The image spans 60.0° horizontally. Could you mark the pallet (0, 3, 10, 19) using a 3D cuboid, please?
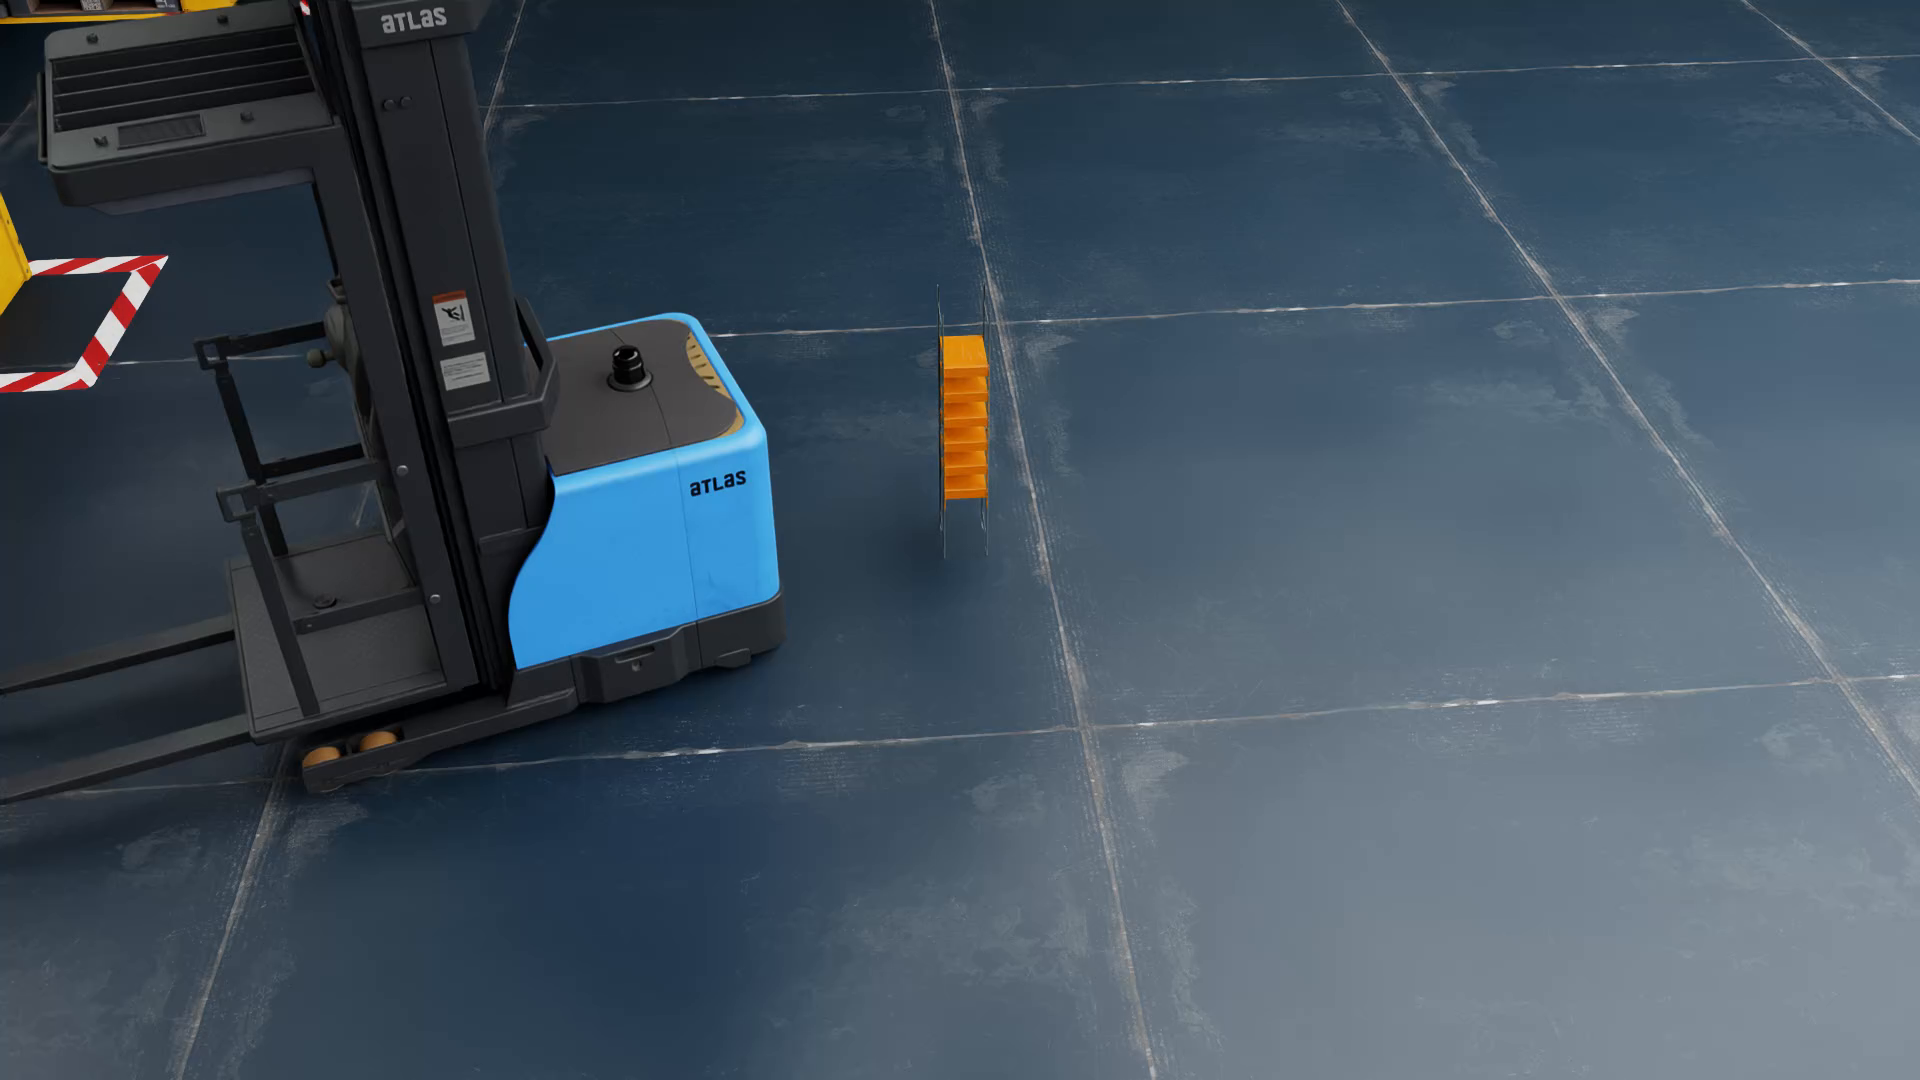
[{"bbox_3d":[-7.534,-4.132,12.317,1.213,0.211,1.003,-3,38,-4],"label":"pallet"}]

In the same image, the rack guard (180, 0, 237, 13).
[{"bbox_3d":[-5.540,-4.380,12.397,0.348,0.500,1.175,-3,38,-4],"label":"rack guard"}]

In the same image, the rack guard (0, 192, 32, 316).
[{"bbox_3d":[-5.196,-1.312,8.509,0.348,0.500,1.175,-3,38,-4],"label":"rack guard"}]

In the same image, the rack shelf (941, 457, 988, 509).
[{"bbox_3d":[0.014,-0.249,7.056,0.180,0.103,0.258,-3,38,-4],"label":"rack shelf"}]

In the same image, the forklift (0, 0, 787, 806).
[{"bbox_3d":[-2.256,-0.603,5.649,3.031,2.935,1.130,-15,41,-18],"label":"forklift"}]

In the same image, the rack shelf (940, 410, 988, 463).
[{"bbox_3d":[0.014,-0.437,6.907,0.180,0.103,0.258,-3,38,-4],"label":"rack shelf"}]

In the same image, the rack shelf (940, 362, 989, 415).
[{"bbox_3d":[0.014,-0.625,6.758,0.180,0.103,0.258,-3,38,-4],"label":"rack shelf"}]

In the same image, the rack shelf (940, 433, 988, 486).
[{"bbox_3d":[0.014,-0.343,6.981,0.180,0.103,0.258,-3,38,-4],"label":"rack shelf"}]

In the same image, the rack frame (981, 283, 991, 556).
[{"bbox_3d":[0.106,-0.477,6.886,0.006,1.200,0.240,-3,38,-4],"label":"rack frame"}]

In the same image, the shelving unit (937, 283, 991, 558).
[{"bbox_3d":[0.014,-0.472,6.879,0.189,1.200,0.258,-3,38,-4],"label":"shelving unit"}]

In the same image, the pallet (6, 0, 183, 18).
[{"bbox_3d":[-6.322,-4.197,12.399,1.213,0.211,1.003,-3,38,-4],"label":"pallet"}]

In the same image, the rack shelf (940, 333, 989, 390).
[{"bbox_3d":[0.014,-0.720,6.684,0.180,0.103,0.258,-3,38,-4],"label":"rack shelf"}]

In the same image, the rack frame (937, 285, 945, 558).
[{"bbox_3d":[-0.077,-0.467,6.873,0.006,1.200,0.240,-3,38,-4],"label":"rack frame"}]

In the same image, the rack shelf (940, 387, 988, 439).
[{"bbox_3d":[0.014,-0.531,6.833,0.180,0.103,0.258,-3,38,-4],"label":"rack shelf"}]
